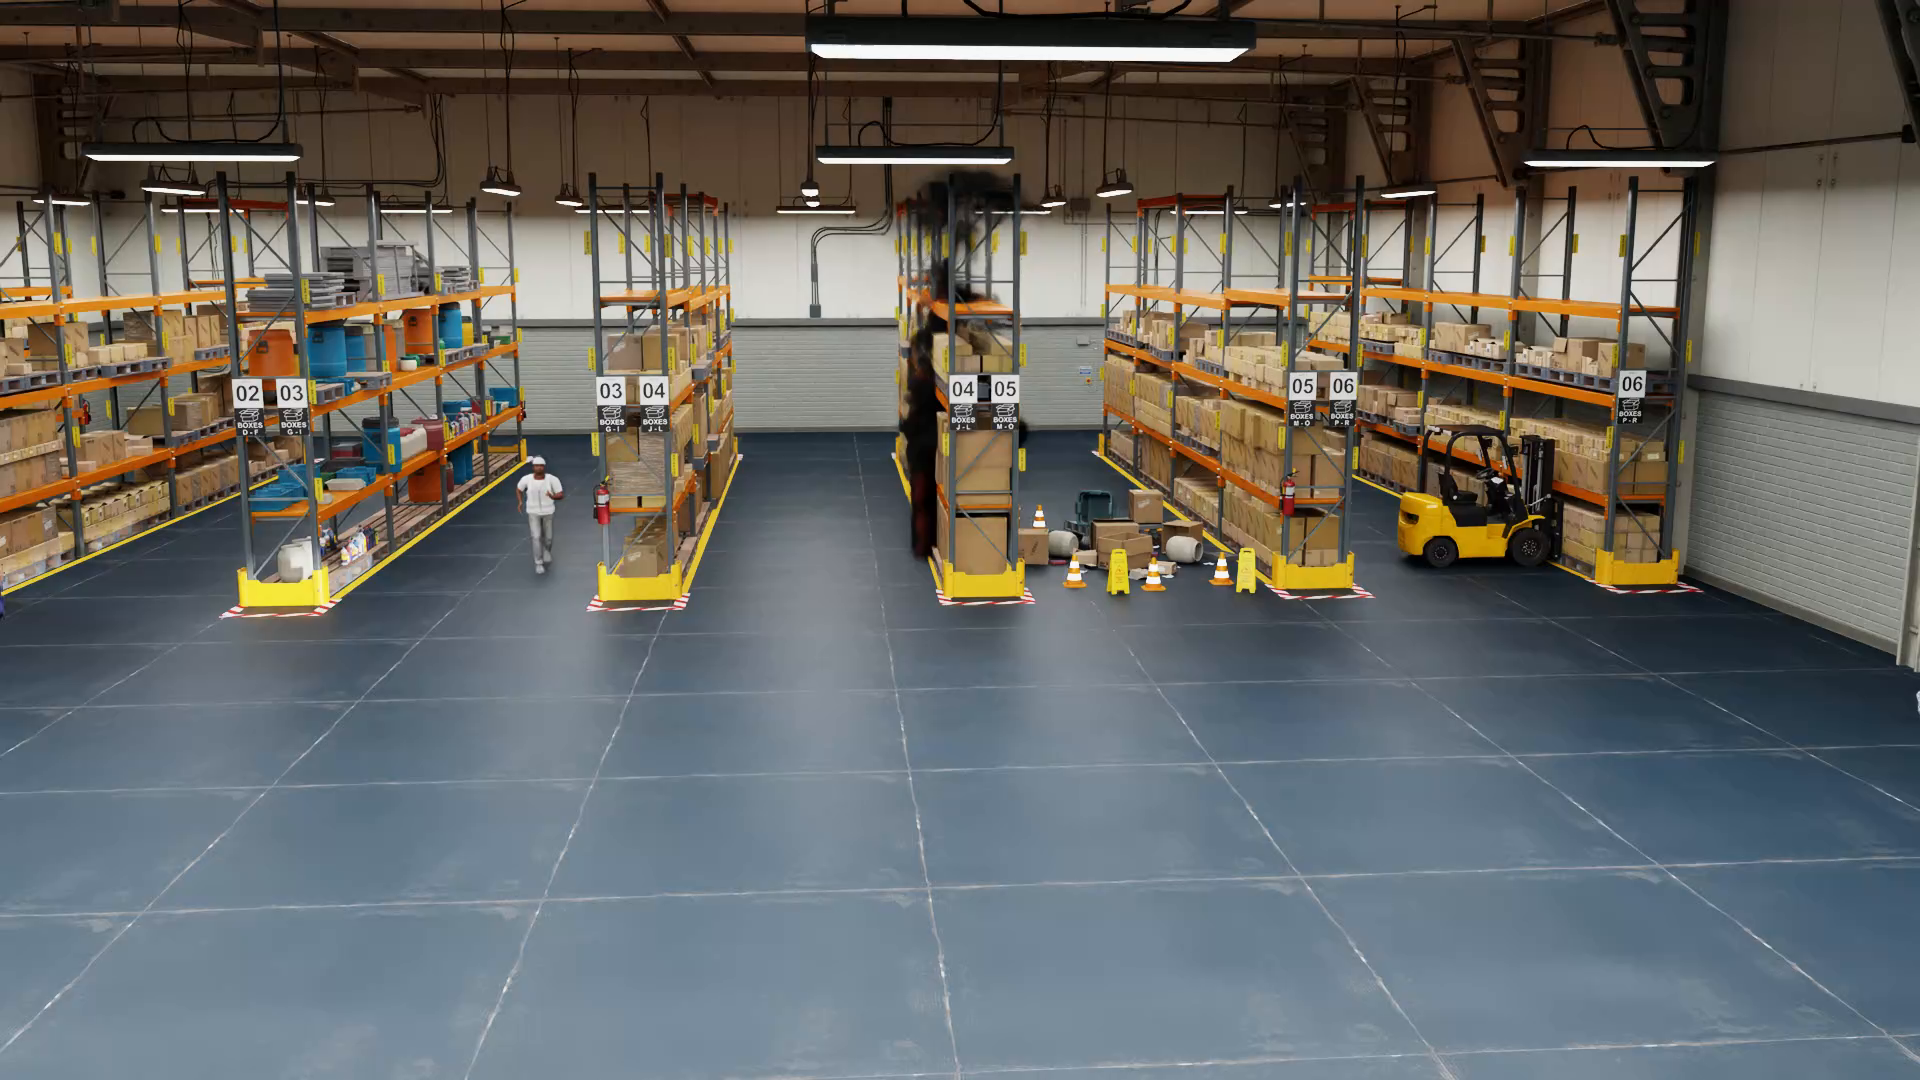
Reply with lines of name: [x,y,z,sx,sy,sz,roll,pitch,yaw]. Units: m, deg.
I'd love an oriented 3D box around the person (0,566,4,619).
person: [-12.318,0.583,20.868,0.585,1.615,0.602,5,11,27]

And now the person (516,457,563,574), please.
person: [-6.514,-0.421,25.850,0.700,1.752,0.989,-3,10,-17]
